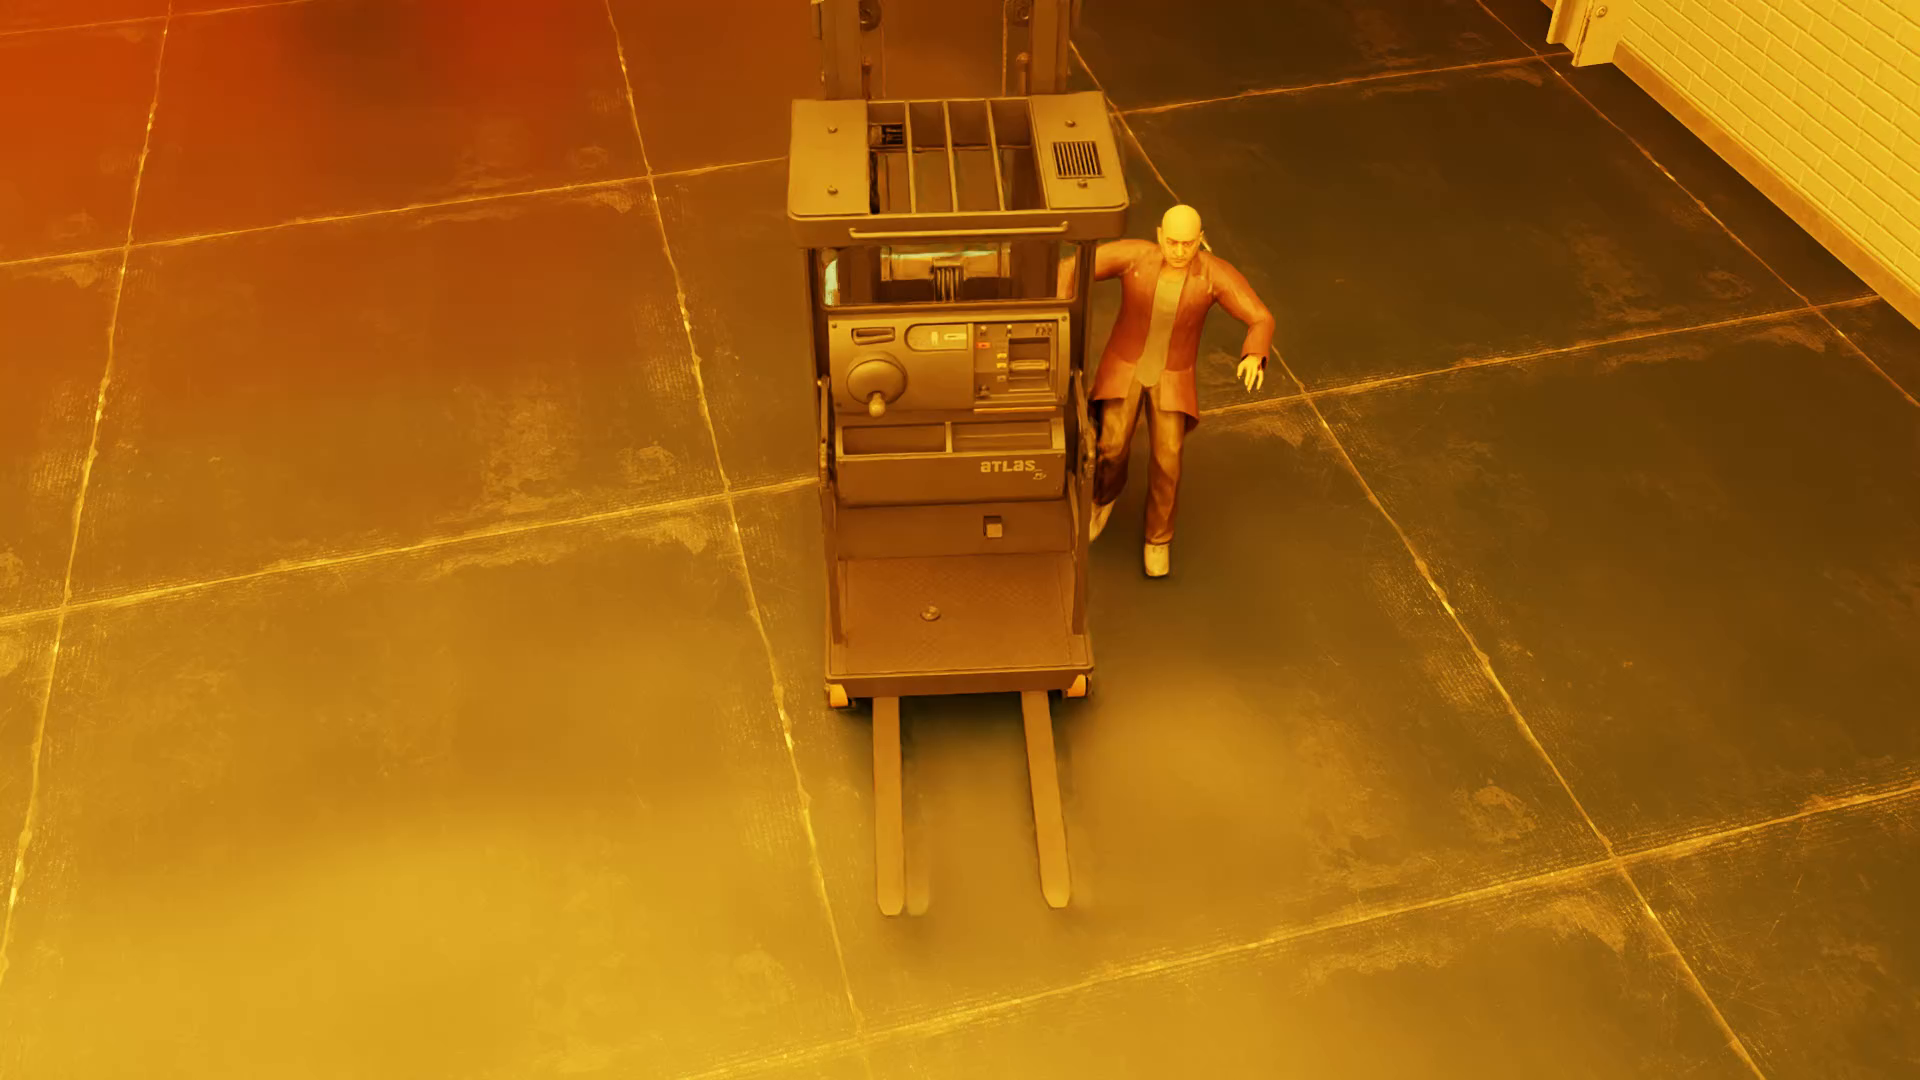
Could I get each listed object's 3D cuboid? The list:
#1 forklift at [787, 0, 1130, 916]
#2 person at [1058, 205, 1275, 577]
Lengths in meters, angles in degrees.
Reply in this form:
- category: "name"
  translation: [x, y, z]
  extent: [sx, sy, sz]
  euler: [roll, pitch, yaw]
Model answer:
- category: "forklift"
  translation: [-0.025, -0.595, 6.275]
  extent: [1.130, 2.935, 3.031]
  euler: [-2, 43, -2]
- category: "person"
  translation: [0.843, -0.653, 7.364]
  extent: [1.037, 1.537, 0.913]
  euler: [2, 43, 2]
